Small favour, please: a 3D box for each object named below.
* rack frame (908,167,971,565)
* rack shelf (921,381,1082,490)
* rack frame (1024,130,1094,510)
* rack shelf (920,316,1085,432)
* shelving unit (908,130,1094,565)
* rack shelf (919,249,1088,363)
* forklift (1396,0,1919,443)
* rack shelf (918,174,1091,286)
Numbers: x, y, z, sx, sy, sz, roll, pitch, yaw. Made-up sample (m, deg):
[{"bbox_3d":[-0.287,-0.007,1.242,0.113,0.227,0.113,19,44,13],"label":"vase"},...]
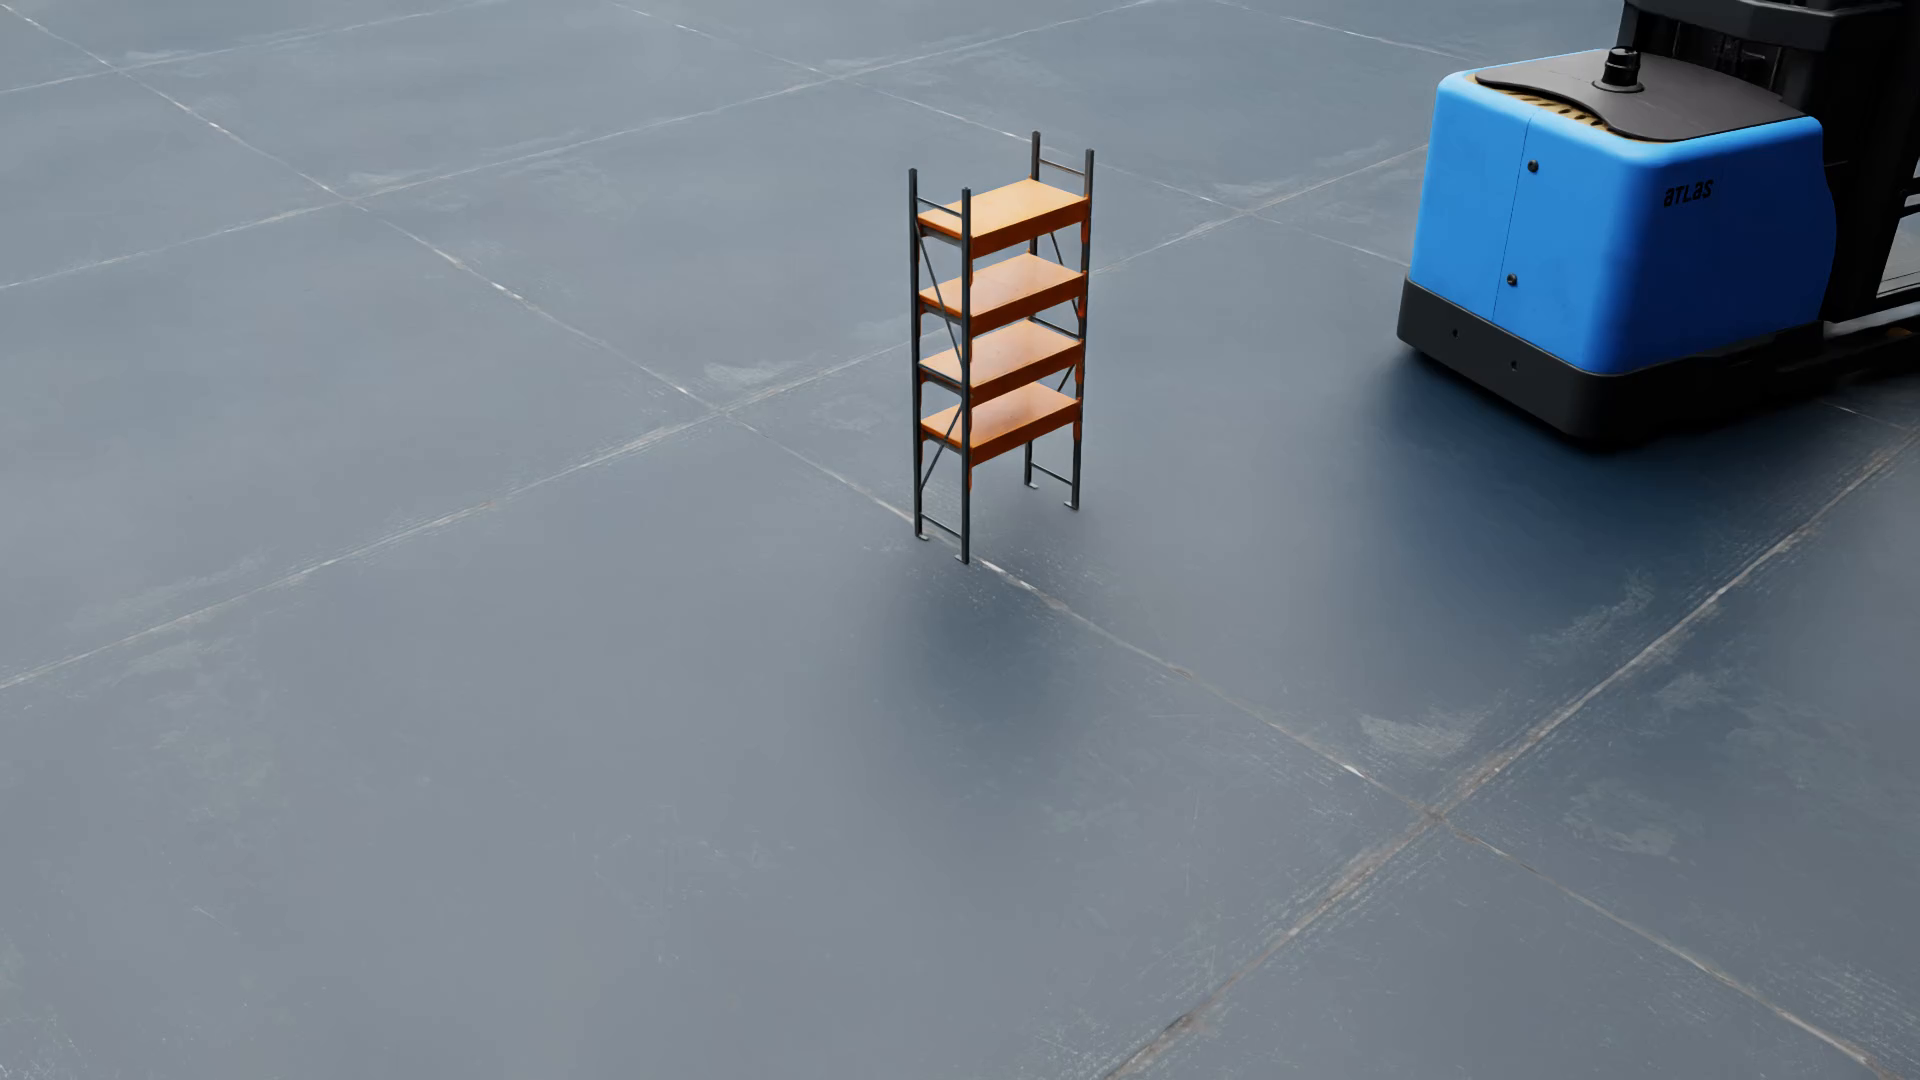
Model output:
[{"bbox_3d":[-0.058,-0.484,4.891,0.015,1.200,0.240,-26,40,-35],"label":"rack frame"},{"bbox_3d":[0.121,-0.344,5.172,0.480,0.148,0.258,-26,40,-35],"label":"rack shelf"},{"bbox_3d":[0.300,-0.657,5.175,0.015,1.200,0.240,-26,40,-35],"label":"rack frame"},{"bbox_3d":[0.121,-0.513,5.068,0.480,0.148,0.258,-26,40,-35],"label":"rack shelf"},{"bbox_3d":[0.121,-0.571,5.033,0.503,1.200,0.258,-26,40,-35],"label":"shelving unit"},{"bbox_3d":[0.121,-0.704,4.951,0.480,0.148,0.258,-26,40,-35],"label":"rack shelf"},{"bbox_3d":[3.231,-2.115,5.899,3.031,2.935,1.130,-15,34,-23],"label":"forklift"},{"bbox_3d":[0.121,-0.906,4.828,0.480,0.148,0.258,-26,40,-35],"label":"rack shelf"}]
